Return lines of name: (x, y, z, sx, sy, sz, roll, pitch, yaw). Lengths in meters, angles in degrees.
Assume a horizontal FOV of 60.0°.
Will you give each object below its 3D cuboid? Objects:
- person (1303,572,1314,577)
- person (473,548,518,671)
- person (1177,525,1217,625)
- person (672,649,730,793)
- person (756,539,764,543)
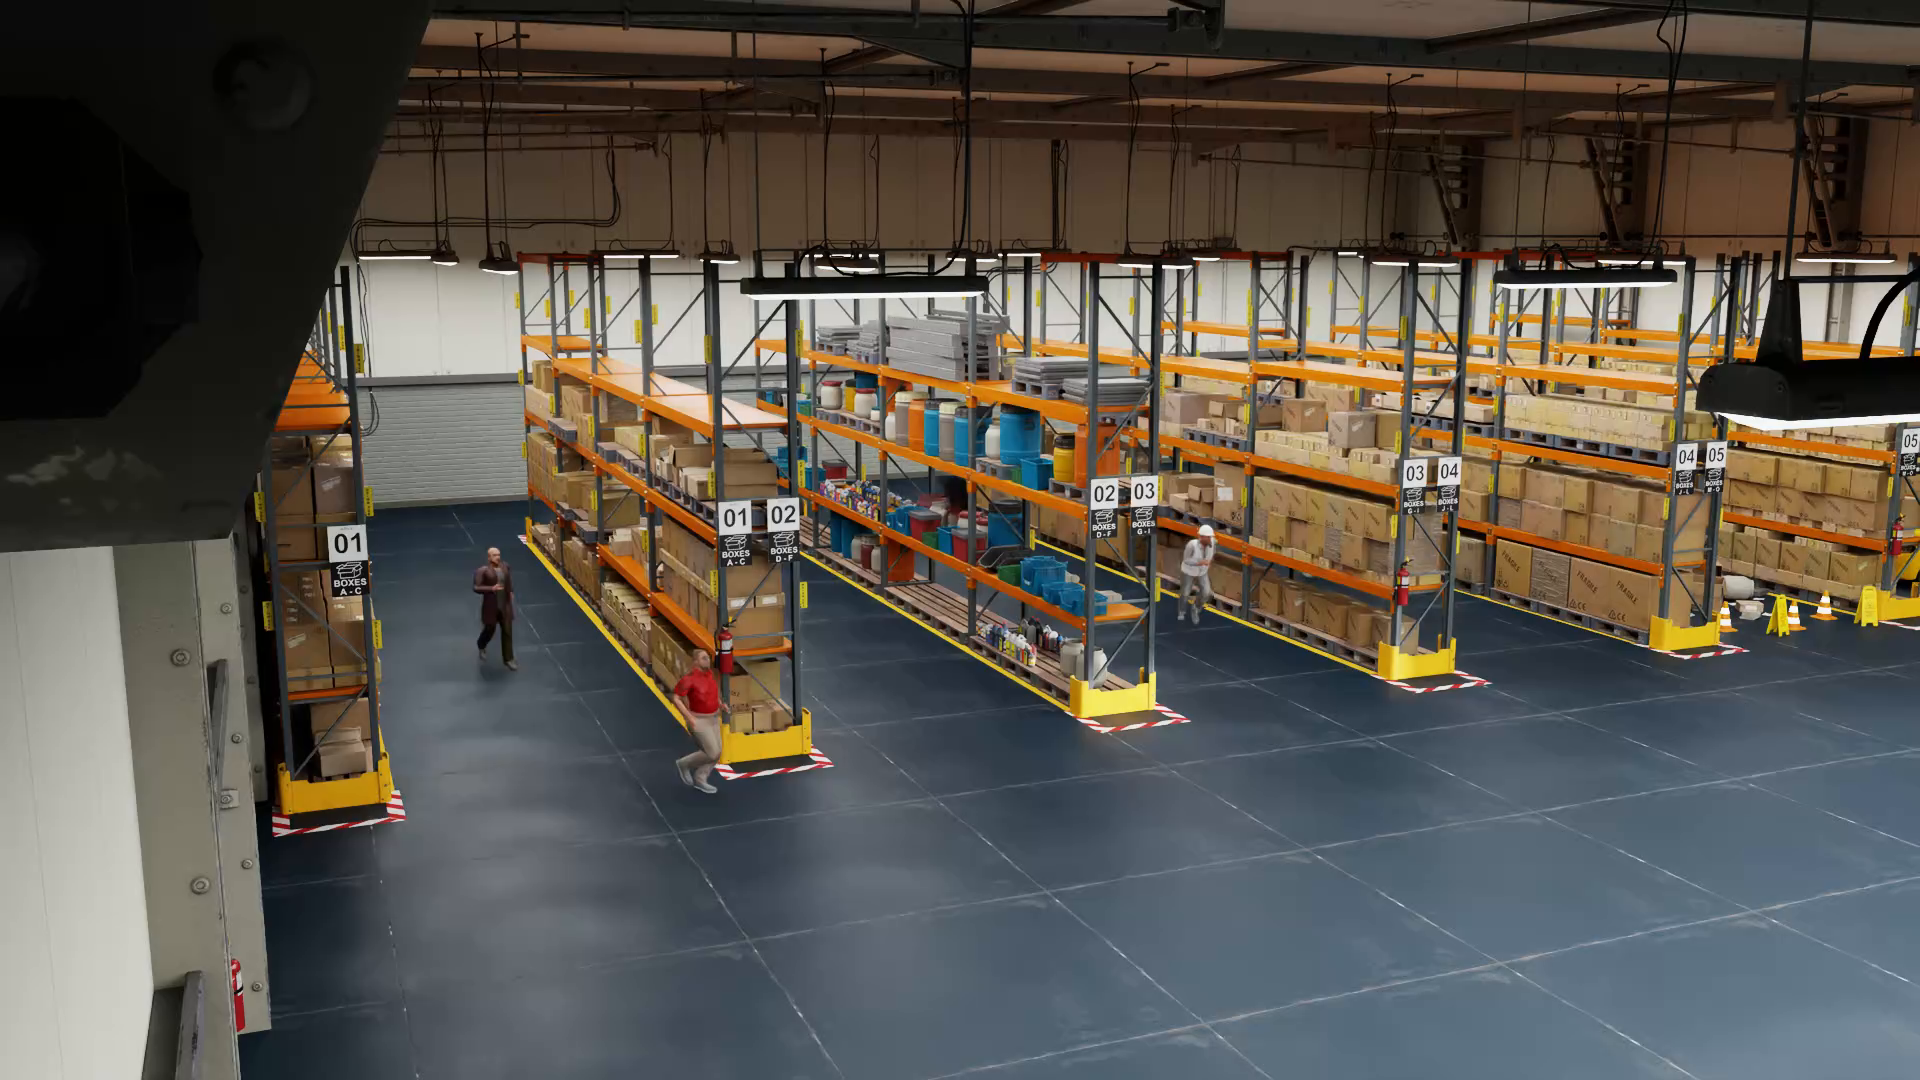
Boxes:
person: (6.672, -0.035, 30.986, 0.525, 1.525, 0.730, -5, 12, -27)
person: (-6.873, 0.983, 24.569, 0.716, 1.779, 1.023, -9, 14, -41)
person: (3.734, 0.528, 26.078, 0.693, 1.642, 0.944, -4, 11, -21)
person: (-2.935, 2.079, 19.058, 0.593, 1.691, 0.667, 5, 11, 24)
person: (-3.737, 0.049, 29.521, 0.704, 1.424, 0.795, -4, 11, -22)
